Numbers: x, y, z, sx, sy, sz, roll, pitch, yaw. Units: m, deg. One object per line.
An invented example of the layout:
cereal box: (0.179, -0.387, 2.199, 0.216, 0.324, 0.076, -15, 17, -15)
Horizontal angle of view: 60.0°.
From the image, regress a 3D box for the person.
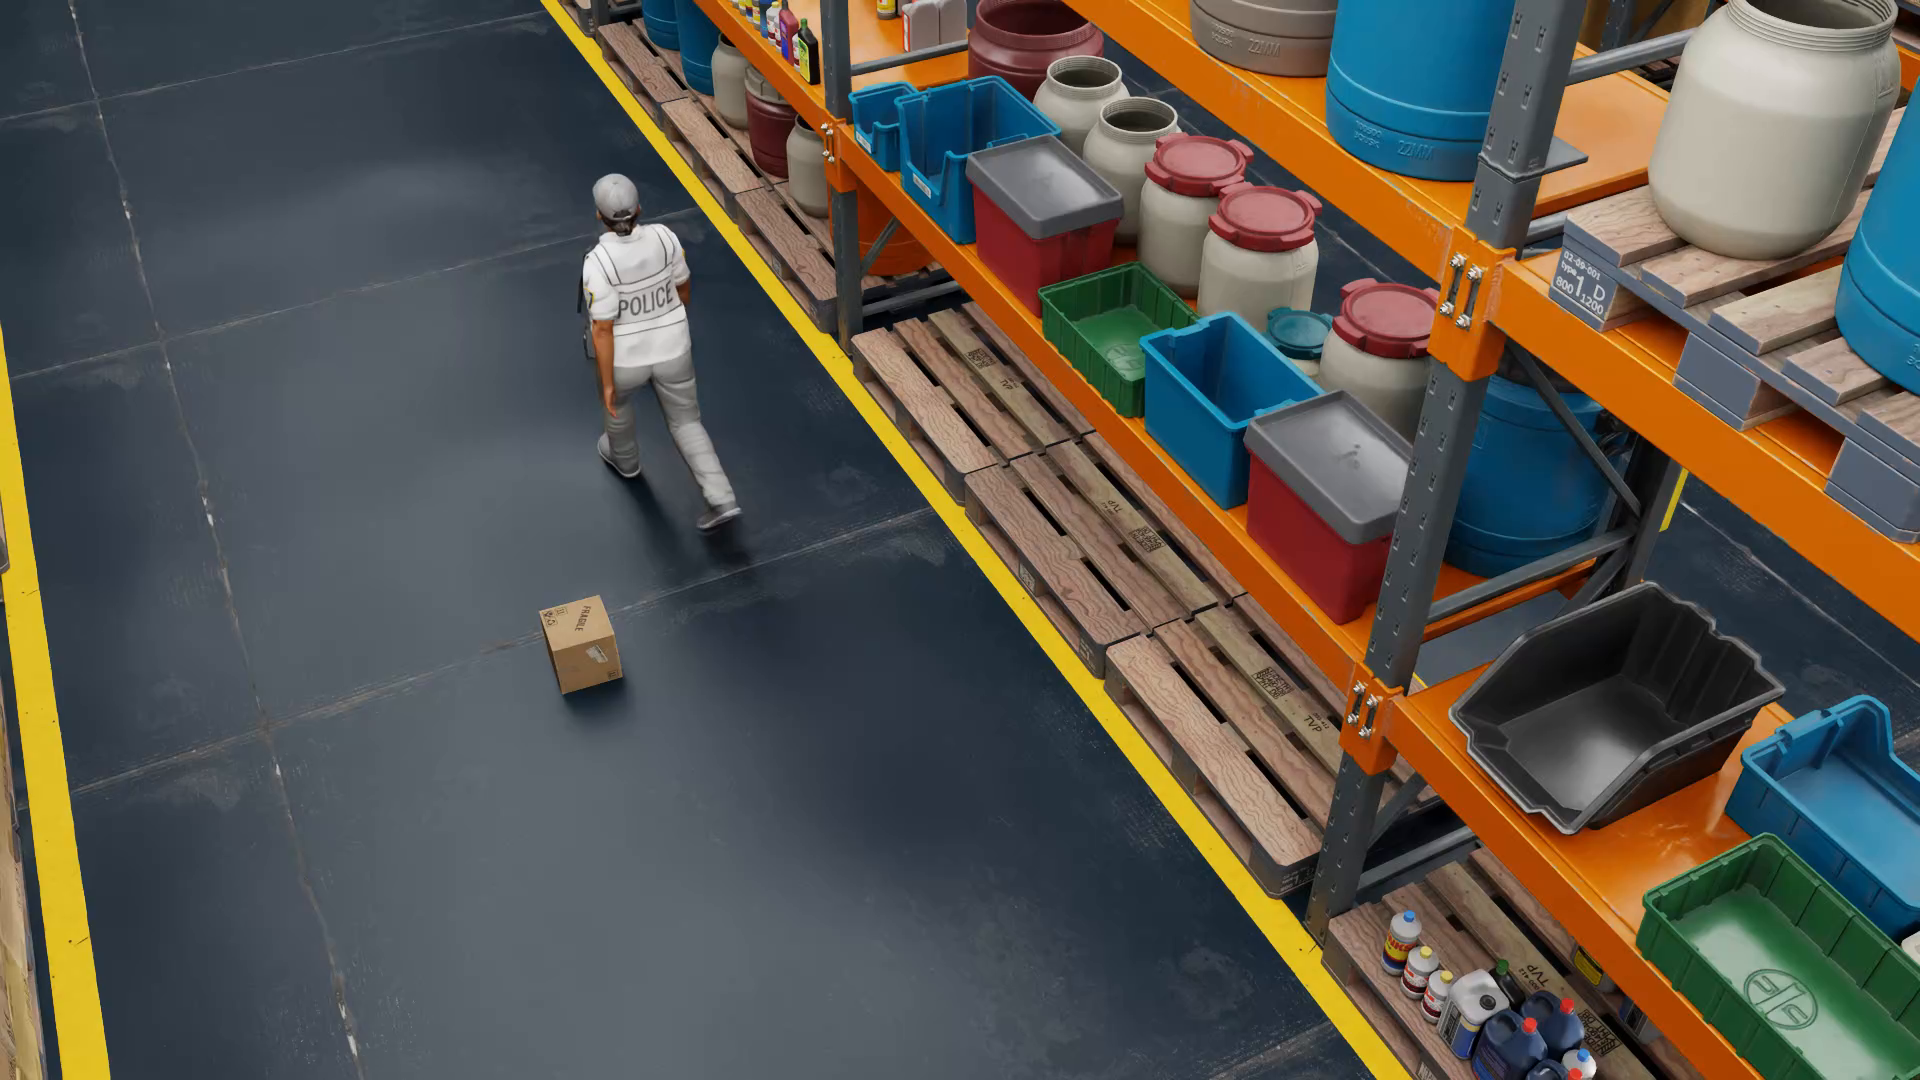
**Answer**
person: (-1.325, -0.799, 7.078, 0.516, 1.603, 1.015, -21, 46, -22)
